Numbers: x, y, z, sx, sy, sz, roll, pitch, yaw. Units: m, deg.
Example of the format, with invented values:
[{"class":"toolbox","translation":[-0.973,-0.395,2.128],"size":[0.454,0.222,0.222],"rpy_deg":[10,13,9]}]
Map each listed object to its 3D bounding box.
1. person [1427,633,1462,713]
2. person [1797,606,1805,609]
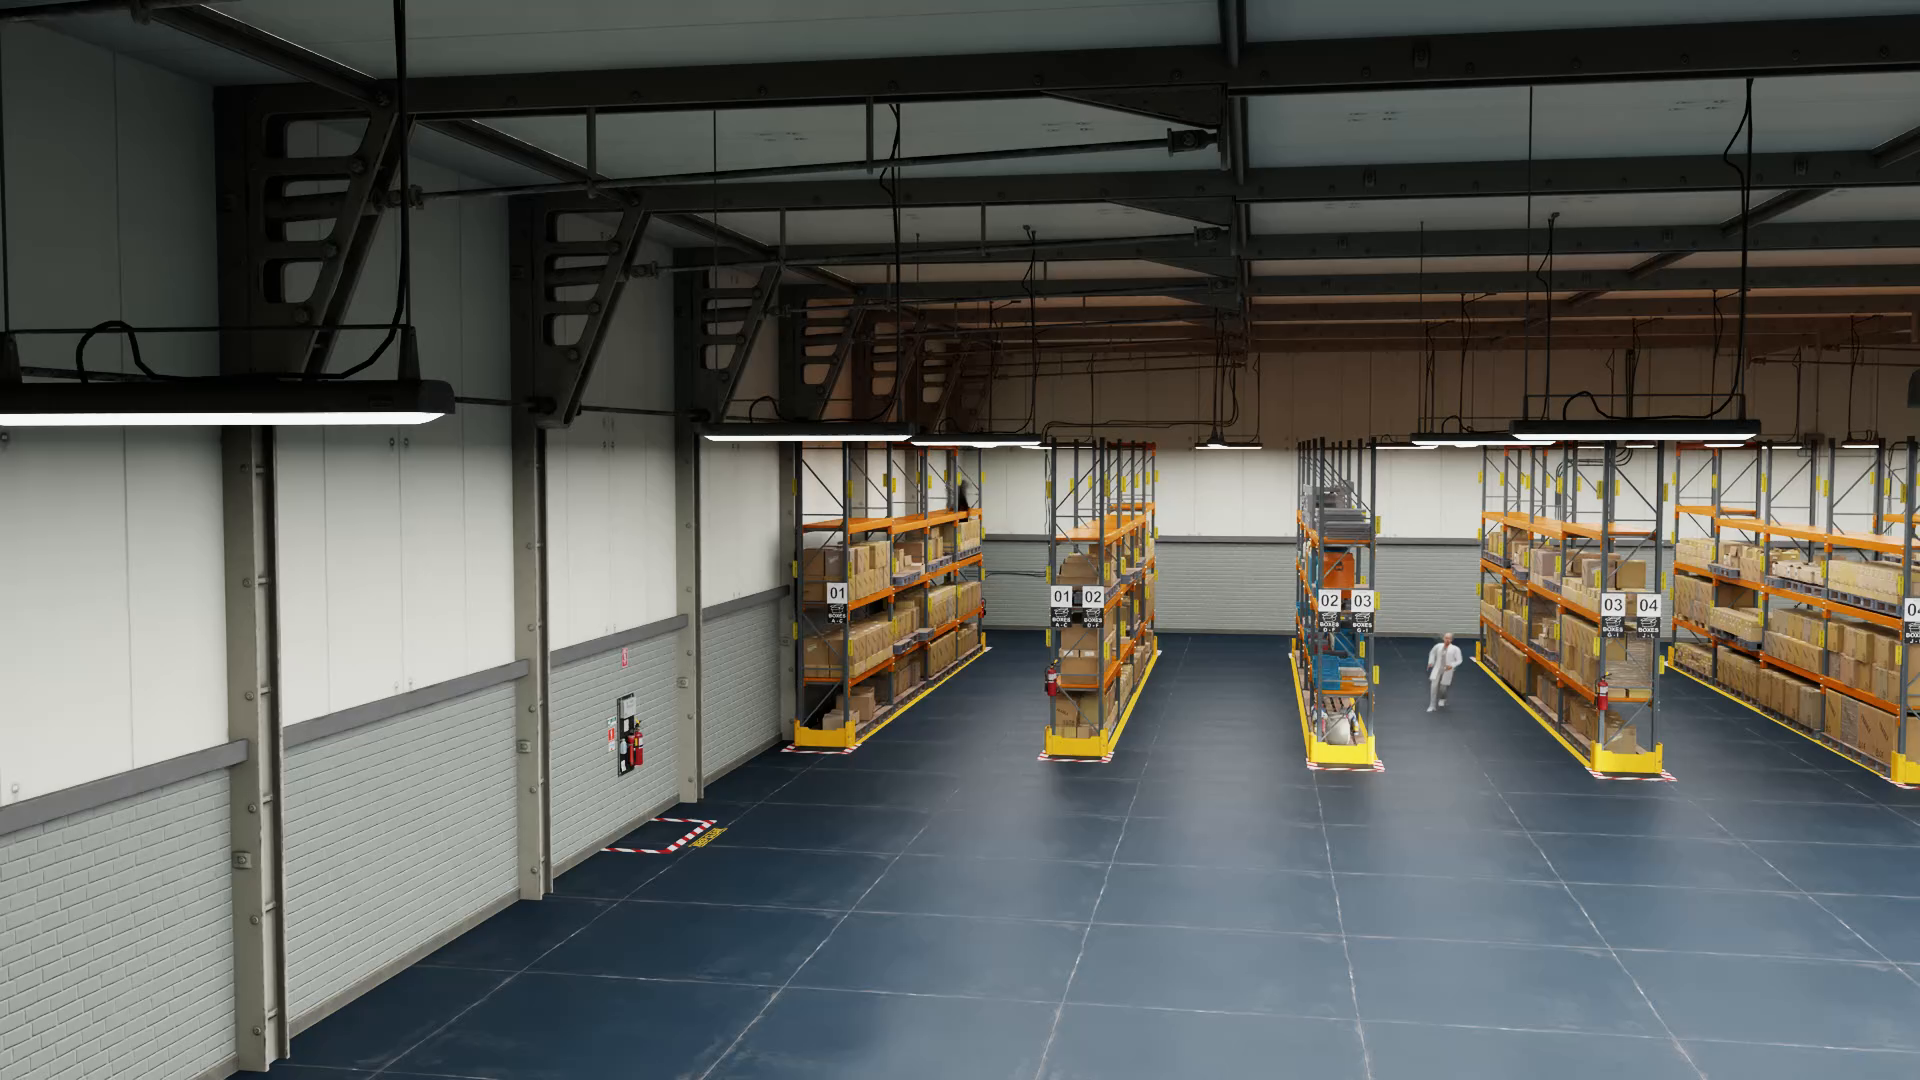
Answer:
[{"class":"person","translation":[10.677,2.914,36.660],"size":[0.728,1.727,0.927],"rpy_deg":[2,3,29]},{"class":"person","translation":[21.928,2.553,43.418],"size":[0.542,1.648,1.001],"rpy_deg":[-2,4,-36]}]
